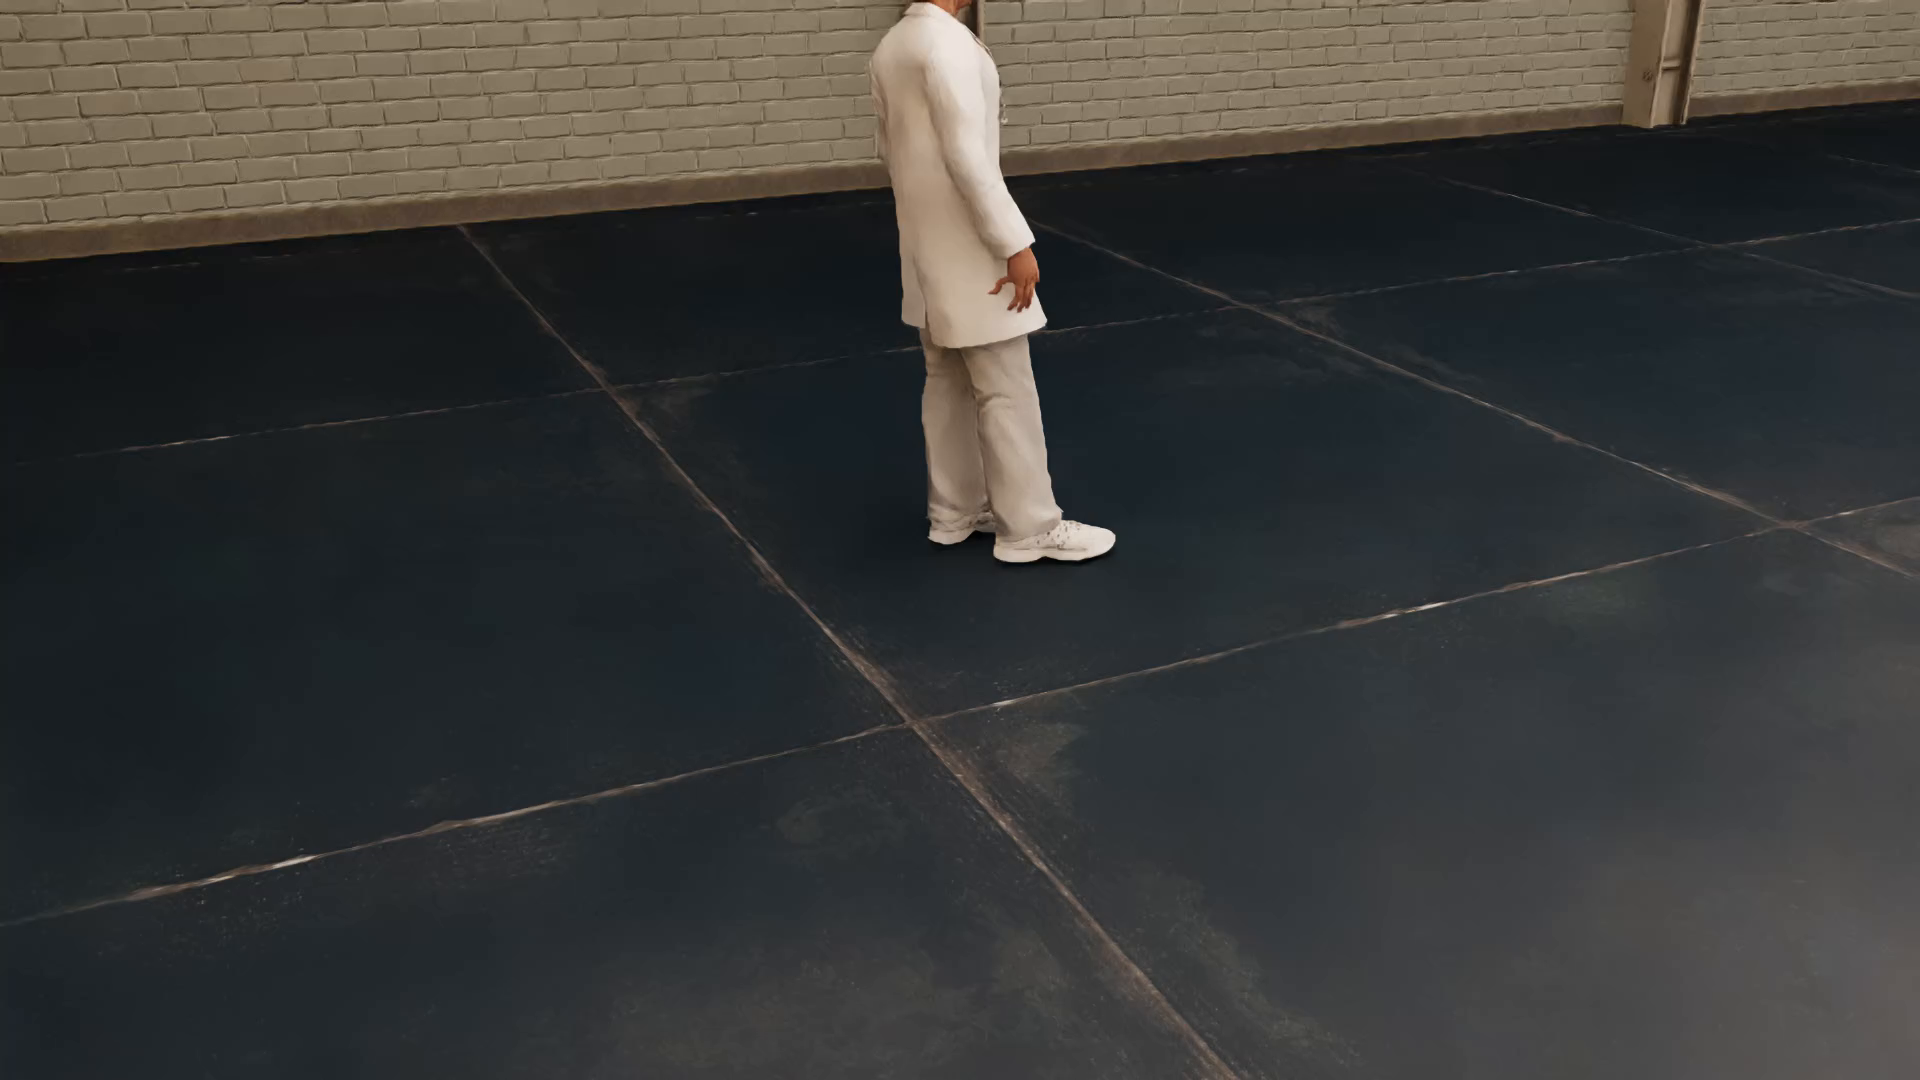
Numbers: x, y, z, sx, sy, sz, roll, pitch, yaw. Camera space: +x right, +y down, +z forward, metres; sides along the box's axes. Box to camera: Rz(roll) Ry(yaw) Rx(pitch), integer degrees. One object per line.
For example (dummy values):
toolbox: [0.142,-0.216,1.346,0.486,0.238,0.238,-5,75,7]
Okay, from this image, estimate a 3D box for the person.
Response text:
person: [0.084,-0.841,4.795,0.579,1.776,0.694,-10,25,-23]
